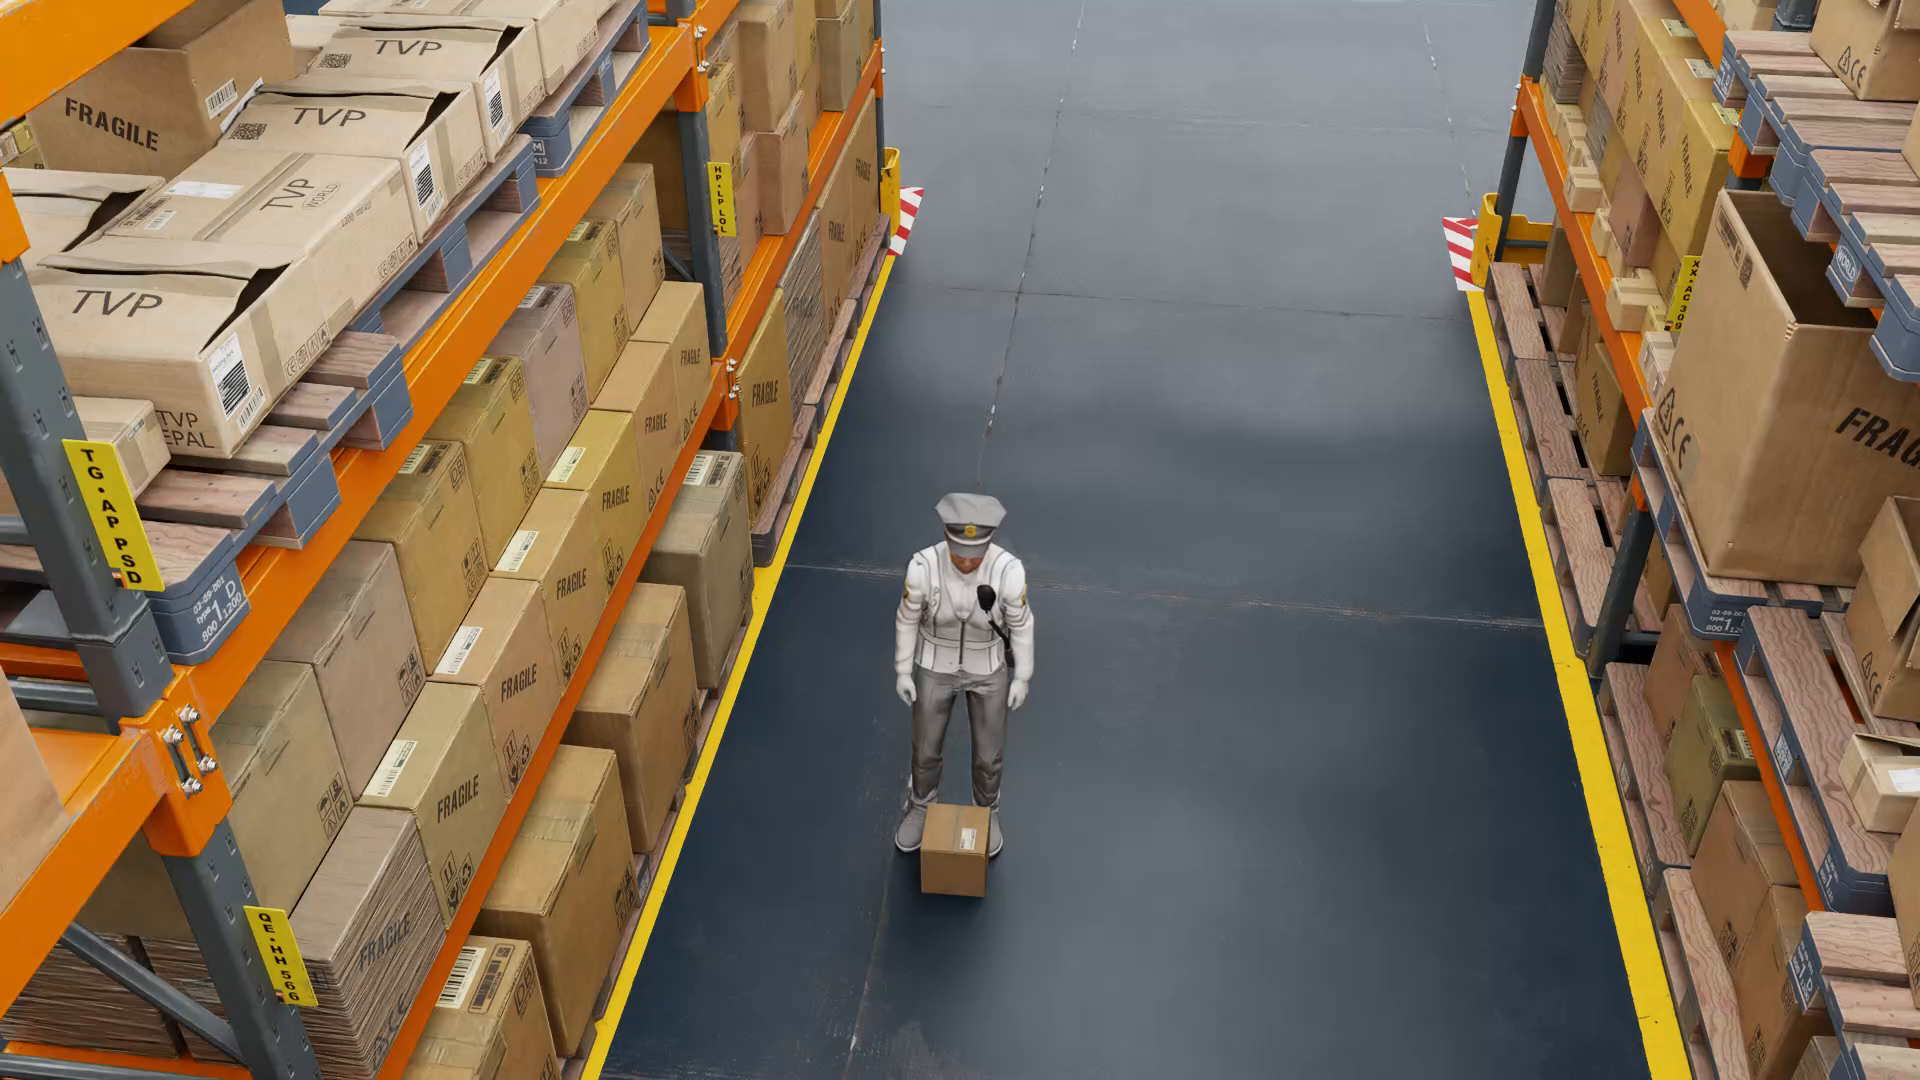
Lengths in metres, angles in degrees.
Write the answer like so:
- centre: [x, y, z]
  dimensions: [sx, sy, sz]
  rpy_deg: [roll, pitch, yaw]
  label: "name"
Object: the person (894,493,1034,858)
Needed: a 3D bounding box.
- centre: [0.011, 0.512, 6.340]
  dimensions: [0.537, 1.662, 0.373]
  rpy_deg: [2, 36, 3]
  label: "person"
